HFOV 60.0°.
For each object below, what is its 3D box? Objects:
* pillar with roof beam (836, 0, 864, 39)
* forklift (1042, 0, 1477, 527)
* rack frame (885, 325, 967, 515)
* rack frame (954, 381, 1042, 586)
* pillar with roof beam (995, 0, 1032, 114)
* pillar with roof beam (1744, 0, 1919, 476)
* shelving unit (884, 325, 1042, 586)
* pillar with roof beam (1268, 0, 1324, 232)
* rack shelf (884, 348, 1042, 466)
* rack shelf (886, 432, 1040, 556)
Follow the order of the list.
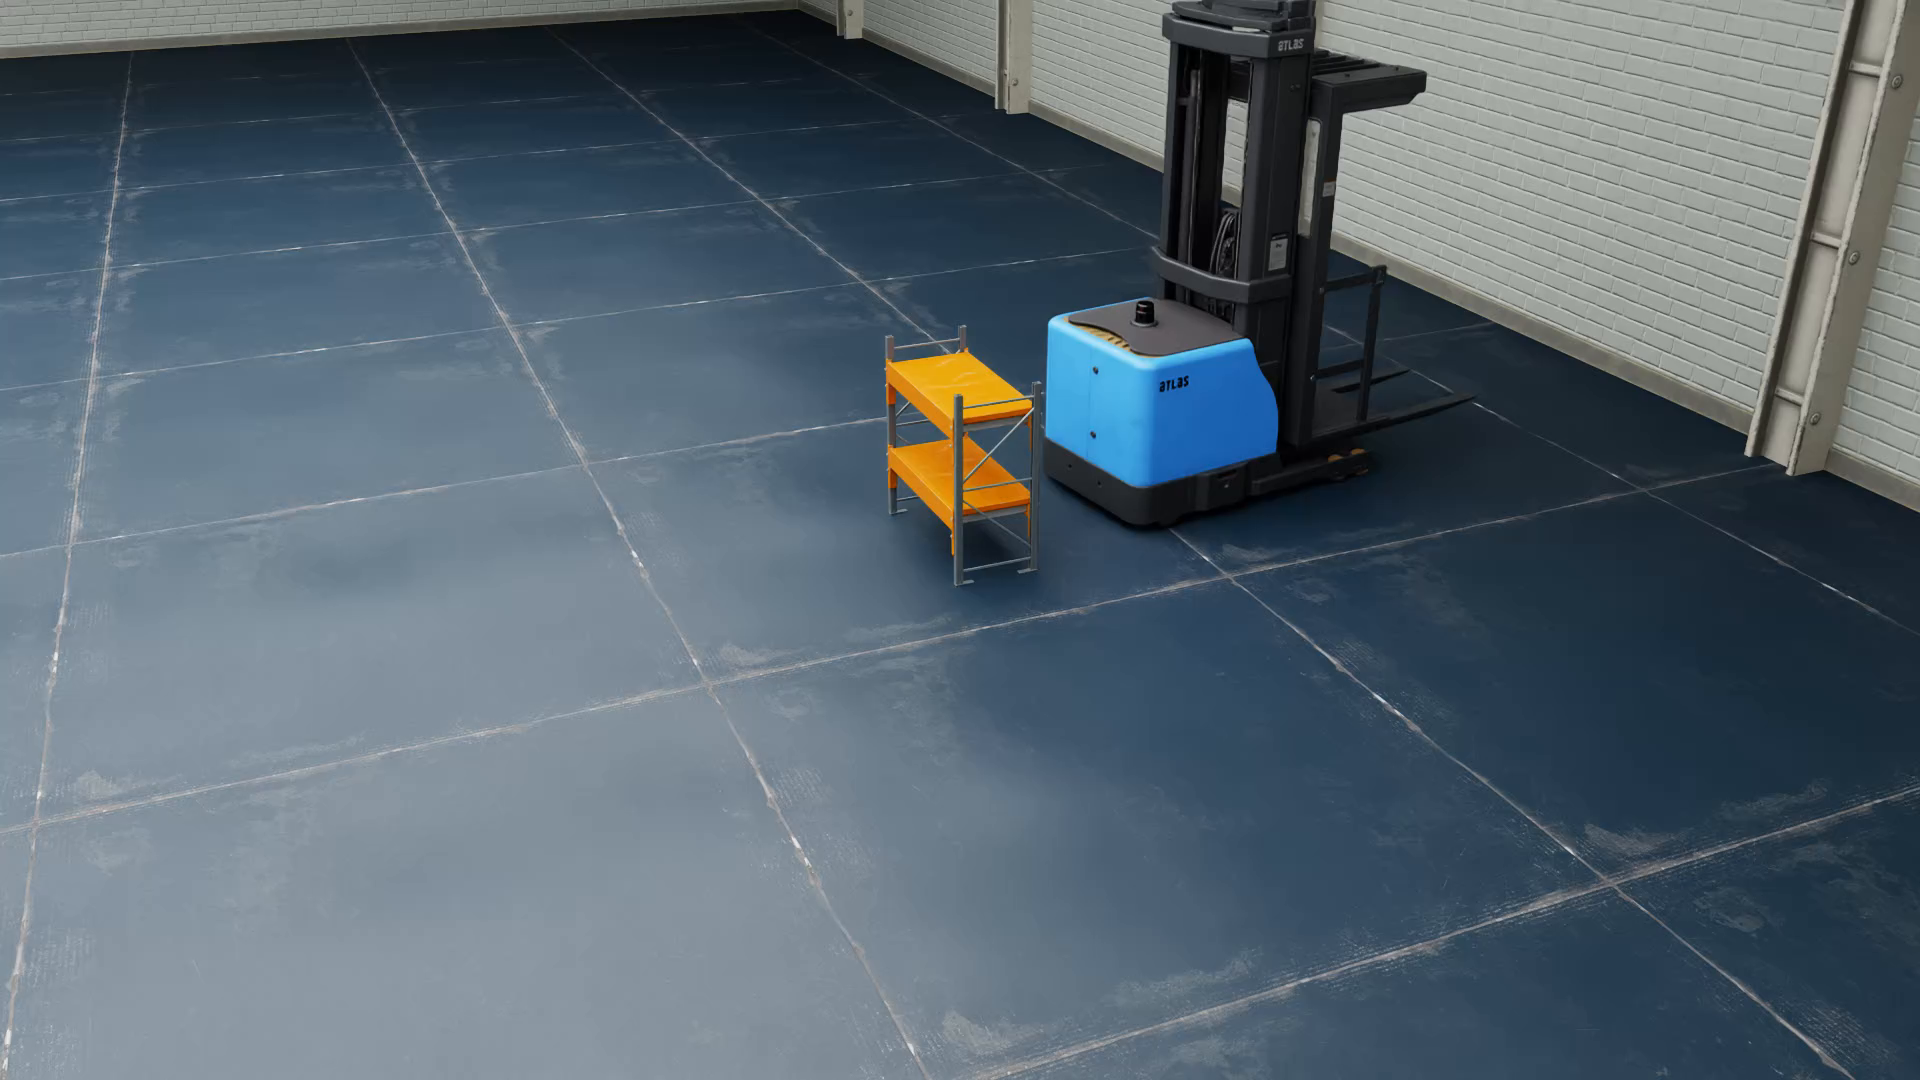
[{"bbox_3d":[-5.651,-11.083,22.192,9.100,9.000,0.400,-11,28,-21],"label":"pillar with roof beam"},{"bbox_3d":[2.041,-1.869,10.237,3.031,2.935,1.130,-15,30,-28],"label":"forklift"},{"bbox_3d":[-0.196,-0.708,9.918,0.500,1.125,0.032,-11,28,-21],"label":"rack frame"},{"bbox_3d":[0.202,-0.298,9.077,0.500,1.125,0.032,-11,28,-21],"label":"rack frame"},{"bbox_3d":[-3.302,-8.660,17.231,9.100,9.000,0.400,-11,28,-21],"label":"pillar with roof beam"},{"bbox_3d":[1.398,-3.816,7.309,9.100,9.000,0.400,-11,28,-21],"label":"pillar with roof beam"},{"bbox_3d":[0.003,-0.503,9.498,0.538,1.125,1.048,-11,28,-21],"label":"shelving unit"},{"bbox_3d":[-0.952,-6.238,12.270,9.100,9.000,0.400,-11,28,-21],"label":"pillar with roof beam"},{"bbox_3d":[0.003,-0.766,9.369,0.538,0.278,1.000,-11,28,-21],"label":"rack shelf"},{"bbox_3d":[0.003,-0.283,9.605,0.538,0.278,1.000,-11,28,-21],"label":"rack shelf"}]
